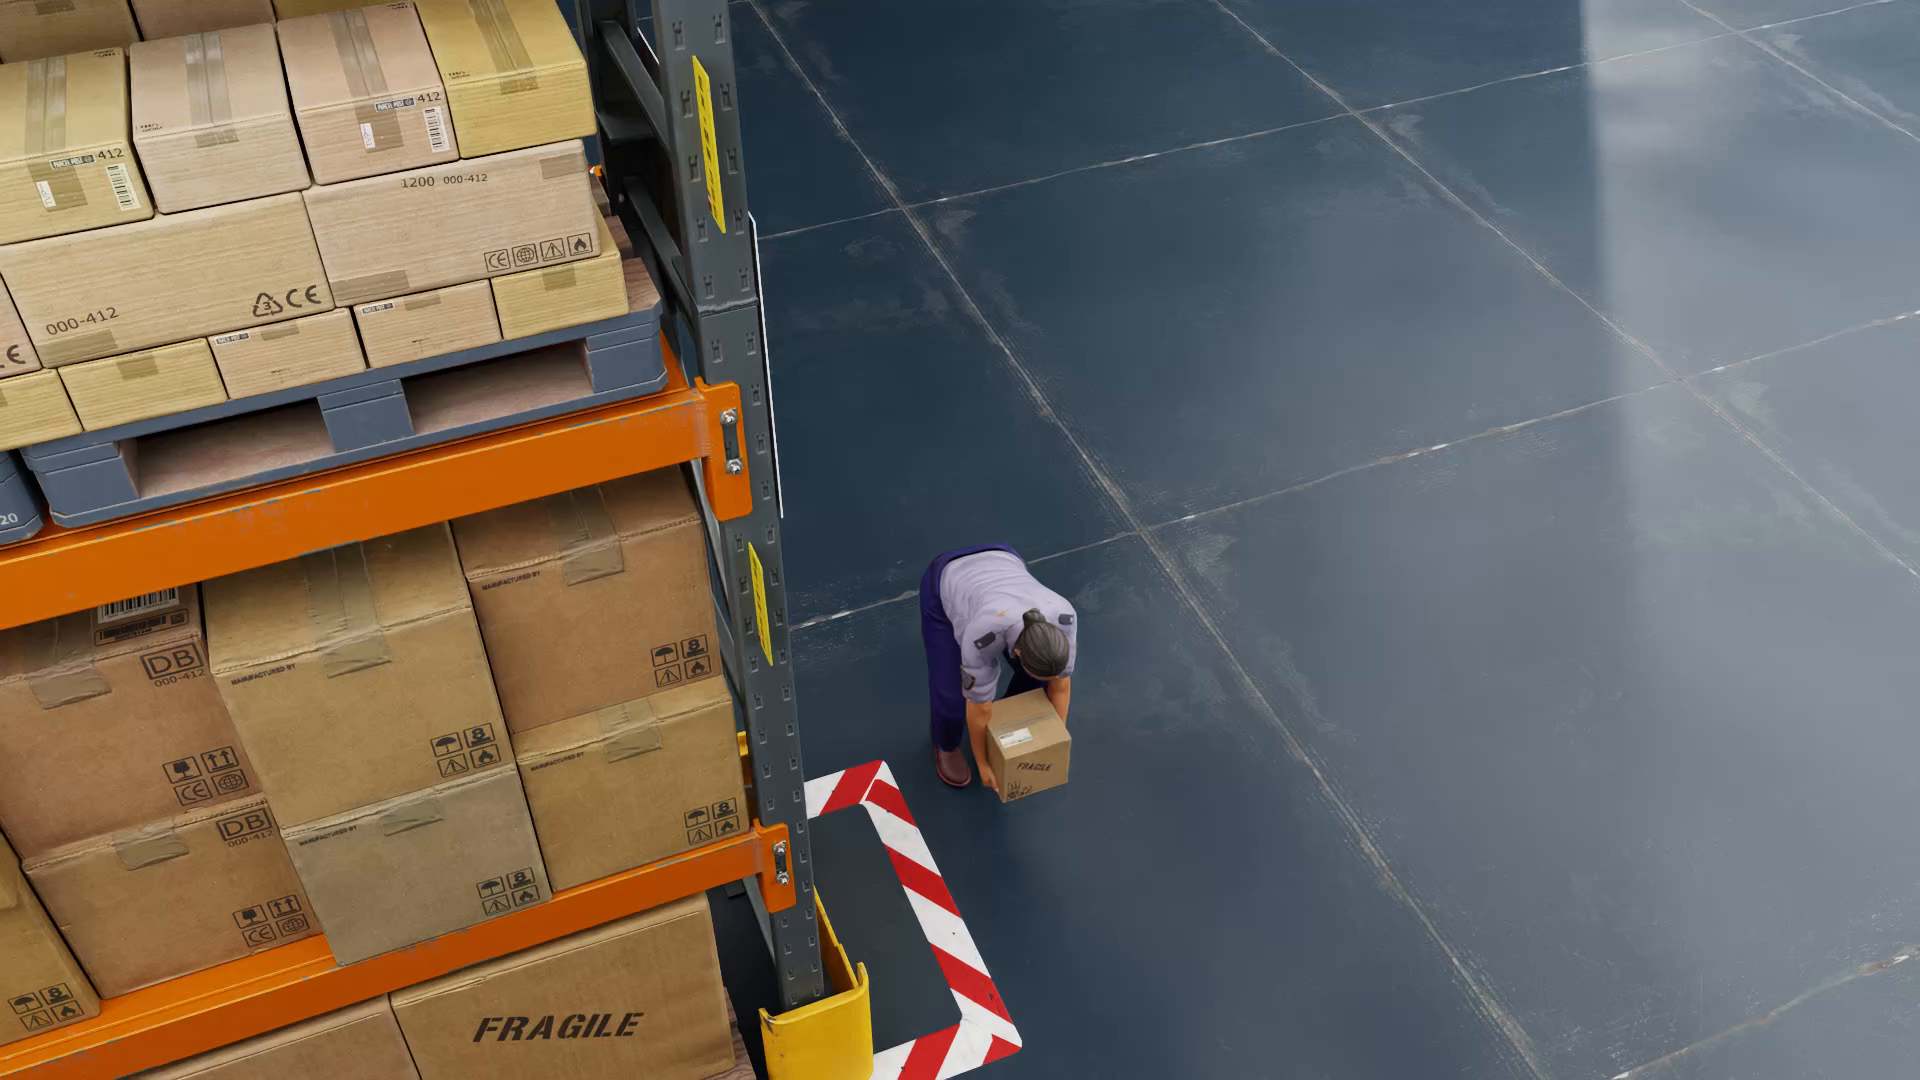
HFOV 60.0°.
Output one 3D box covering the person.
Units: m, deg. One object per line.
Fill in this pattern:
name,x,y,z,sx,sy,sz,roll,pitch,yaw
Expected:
person,0.153,0.509,5.967,0.488,1.169,0.868,-13,44,-14
